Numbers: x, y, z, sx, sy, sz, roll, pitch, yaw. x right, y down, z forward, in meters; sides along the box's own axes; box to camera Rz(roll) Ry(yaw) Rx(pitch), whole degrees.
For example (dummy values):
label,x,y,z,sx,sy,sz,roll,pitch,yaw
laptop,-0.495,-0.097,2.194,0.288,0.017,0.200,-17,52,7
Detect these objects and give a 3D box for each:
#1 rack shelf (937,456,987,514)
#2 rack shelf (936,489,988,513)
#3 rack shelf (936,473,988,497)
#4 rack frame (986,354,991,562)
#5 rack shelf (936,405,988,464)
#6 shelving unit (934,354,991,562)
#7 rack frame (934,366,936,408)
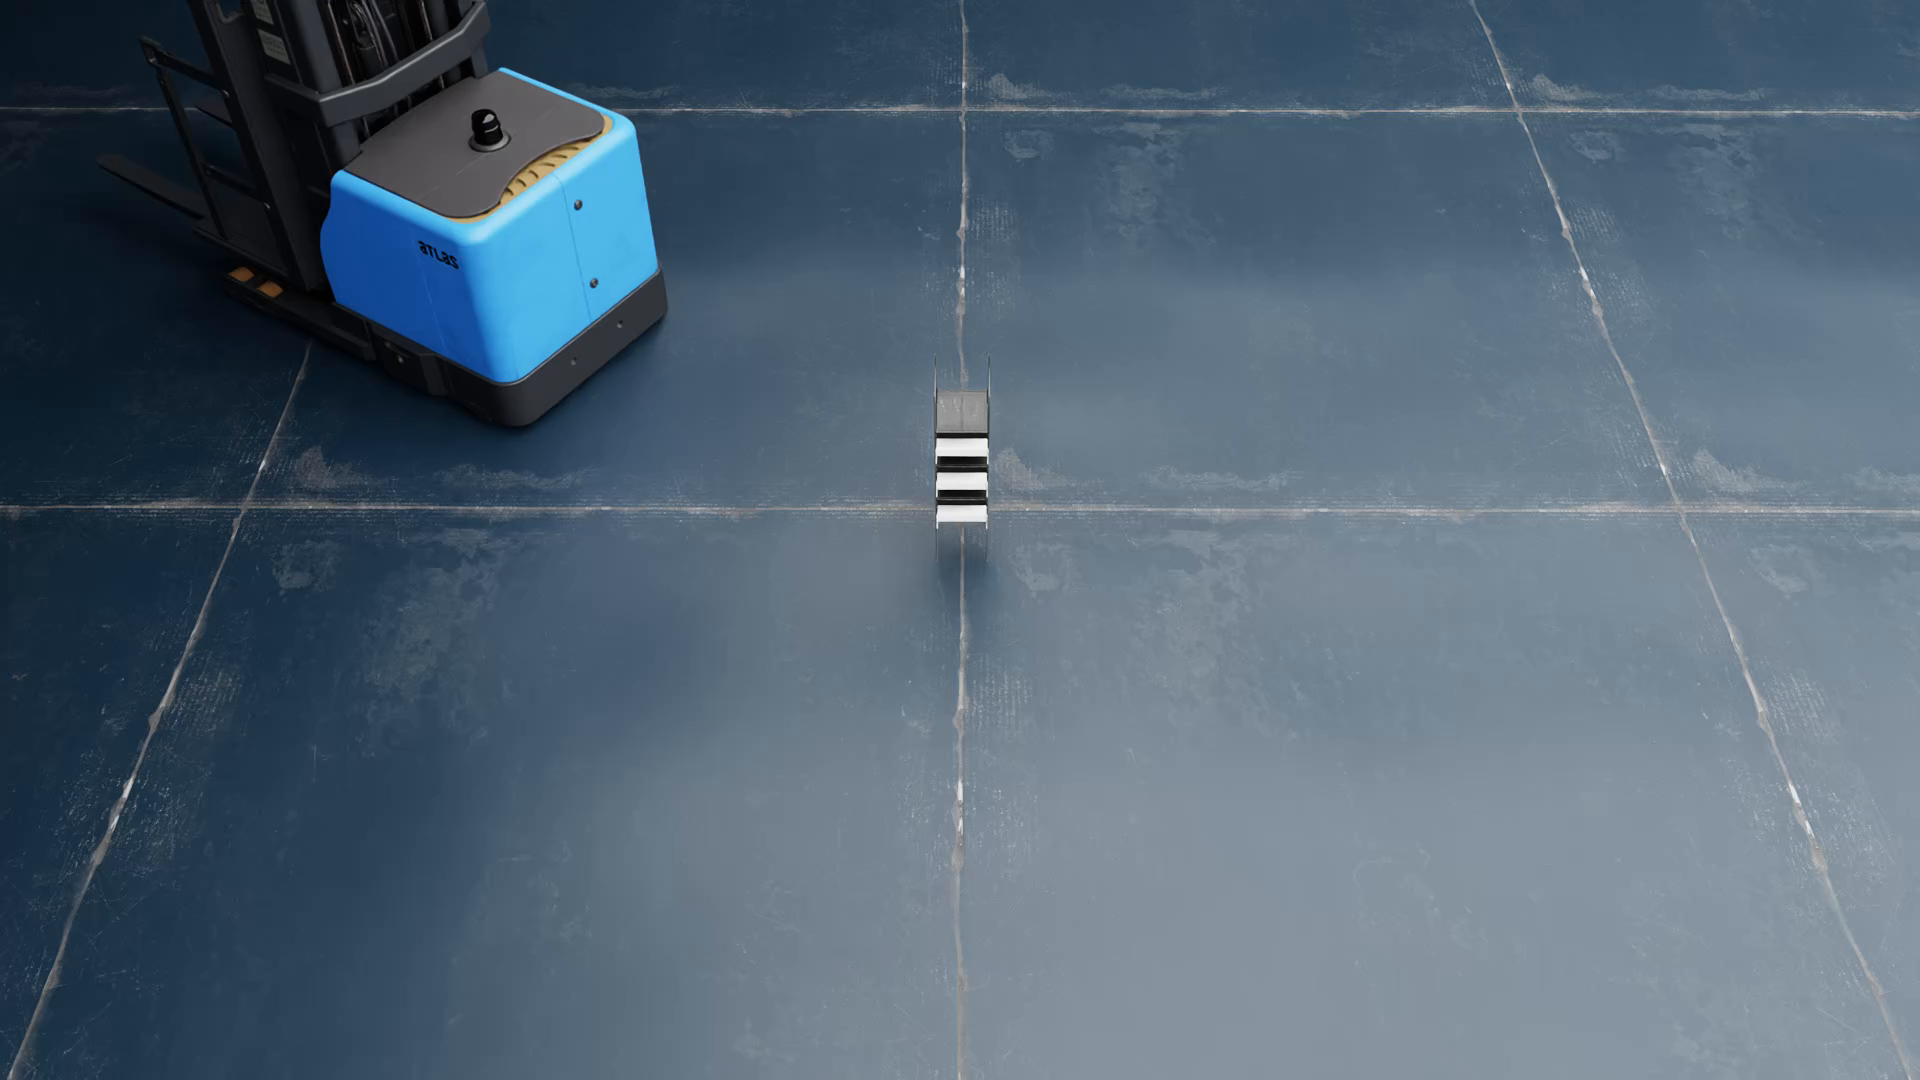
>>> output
label,x,y,z,sx,sy,sz,roll,pitch,yaw
rack shelf,0.008,-0.272,6.538,0.190,0.281,0.221,0,47,0
rack shelf,0.008,-0.223,6.592,0.200,0.077,0.258,0,47,0
rack shelf,0.008,-0.284,6.526,0.200,0.077,0.258,0,47,0
rack frame,0.110,-0.306,6.501,0.006,0.900,0.240,0,47,0
rack shelf,0.008,-0.406,6.394,0.200,0.077,0.258,0,47,0
shelving unit,0.009,-0.307,6.501,0.208,0.900,0.258,0,47,0
rack frame,-0.094,-0.306,6.501,0.003,0.785,0.228,0,47,0
